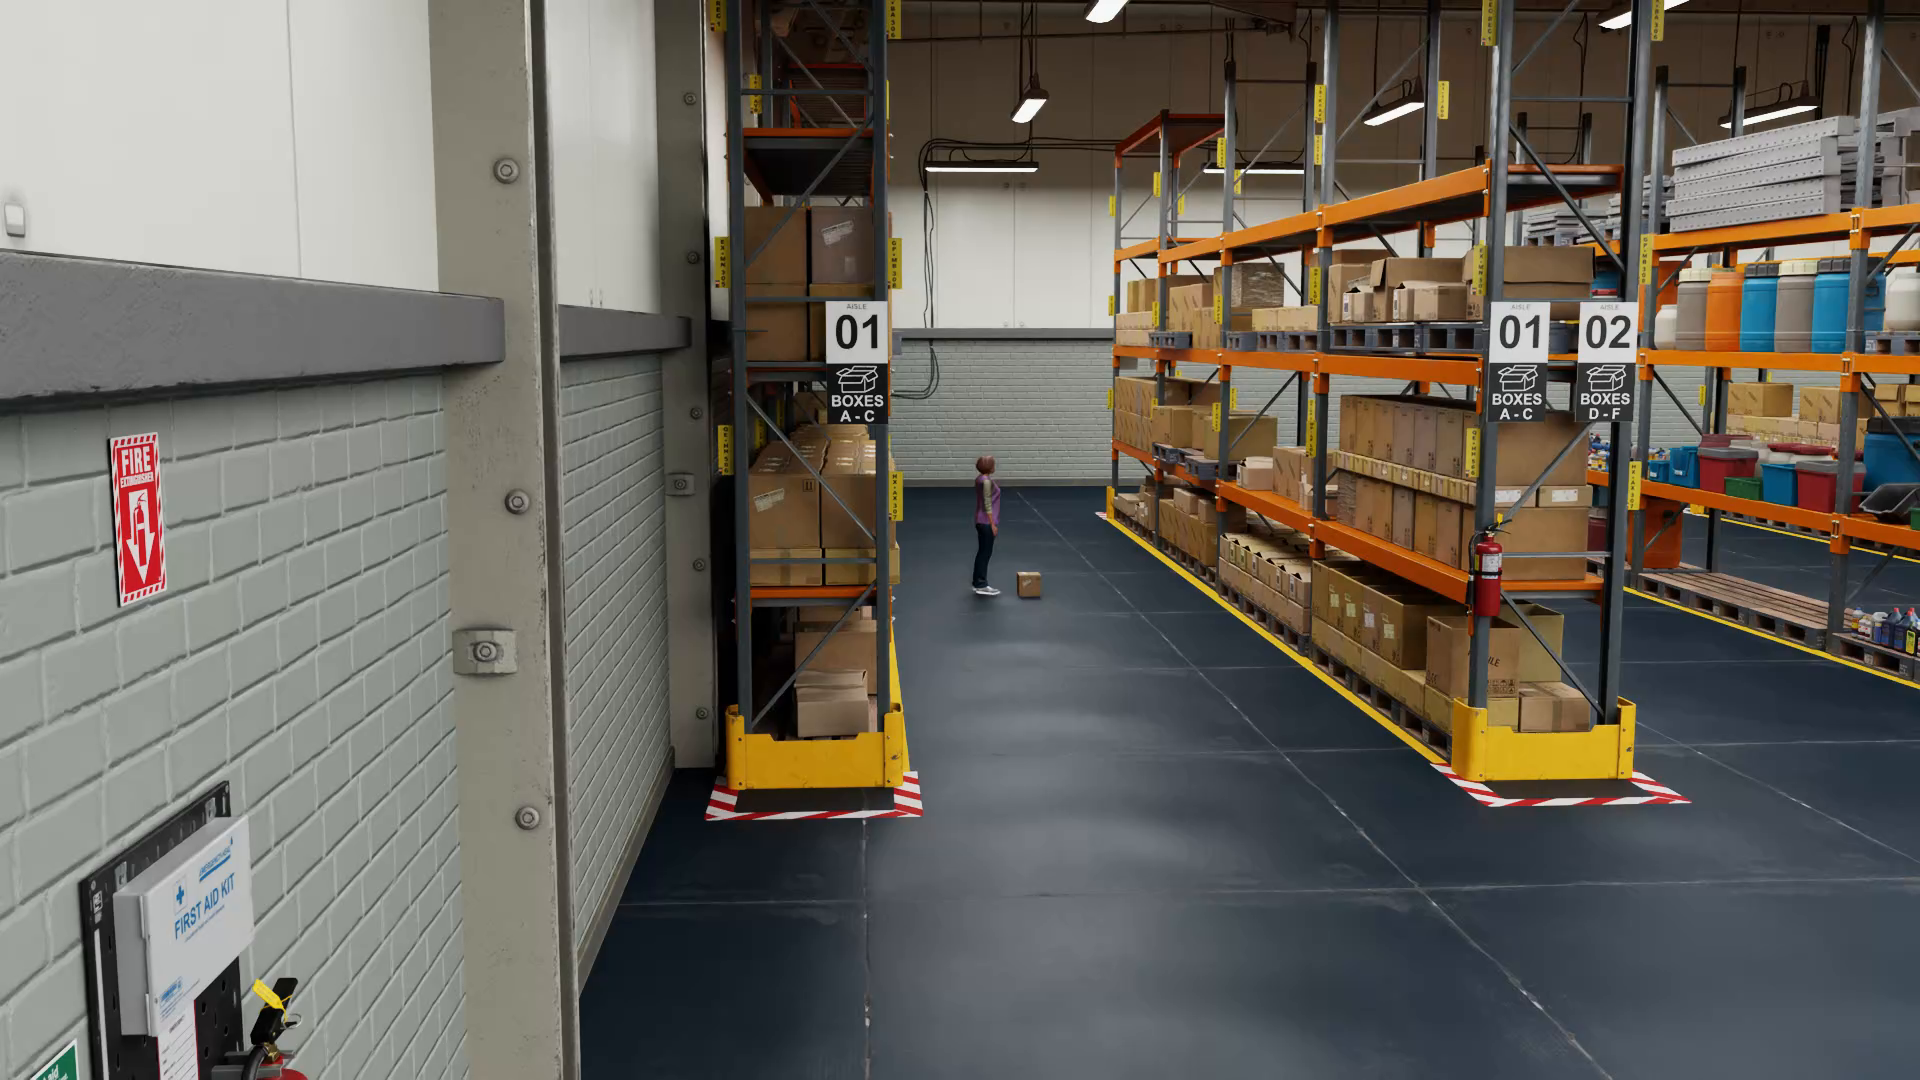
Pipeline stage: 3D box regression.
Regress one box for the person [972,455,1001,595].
[{"bbox_3d":[0.302,-0.174,19.030,0.312,1.610,0.415,-1,7,-9],"label":"person"}]
